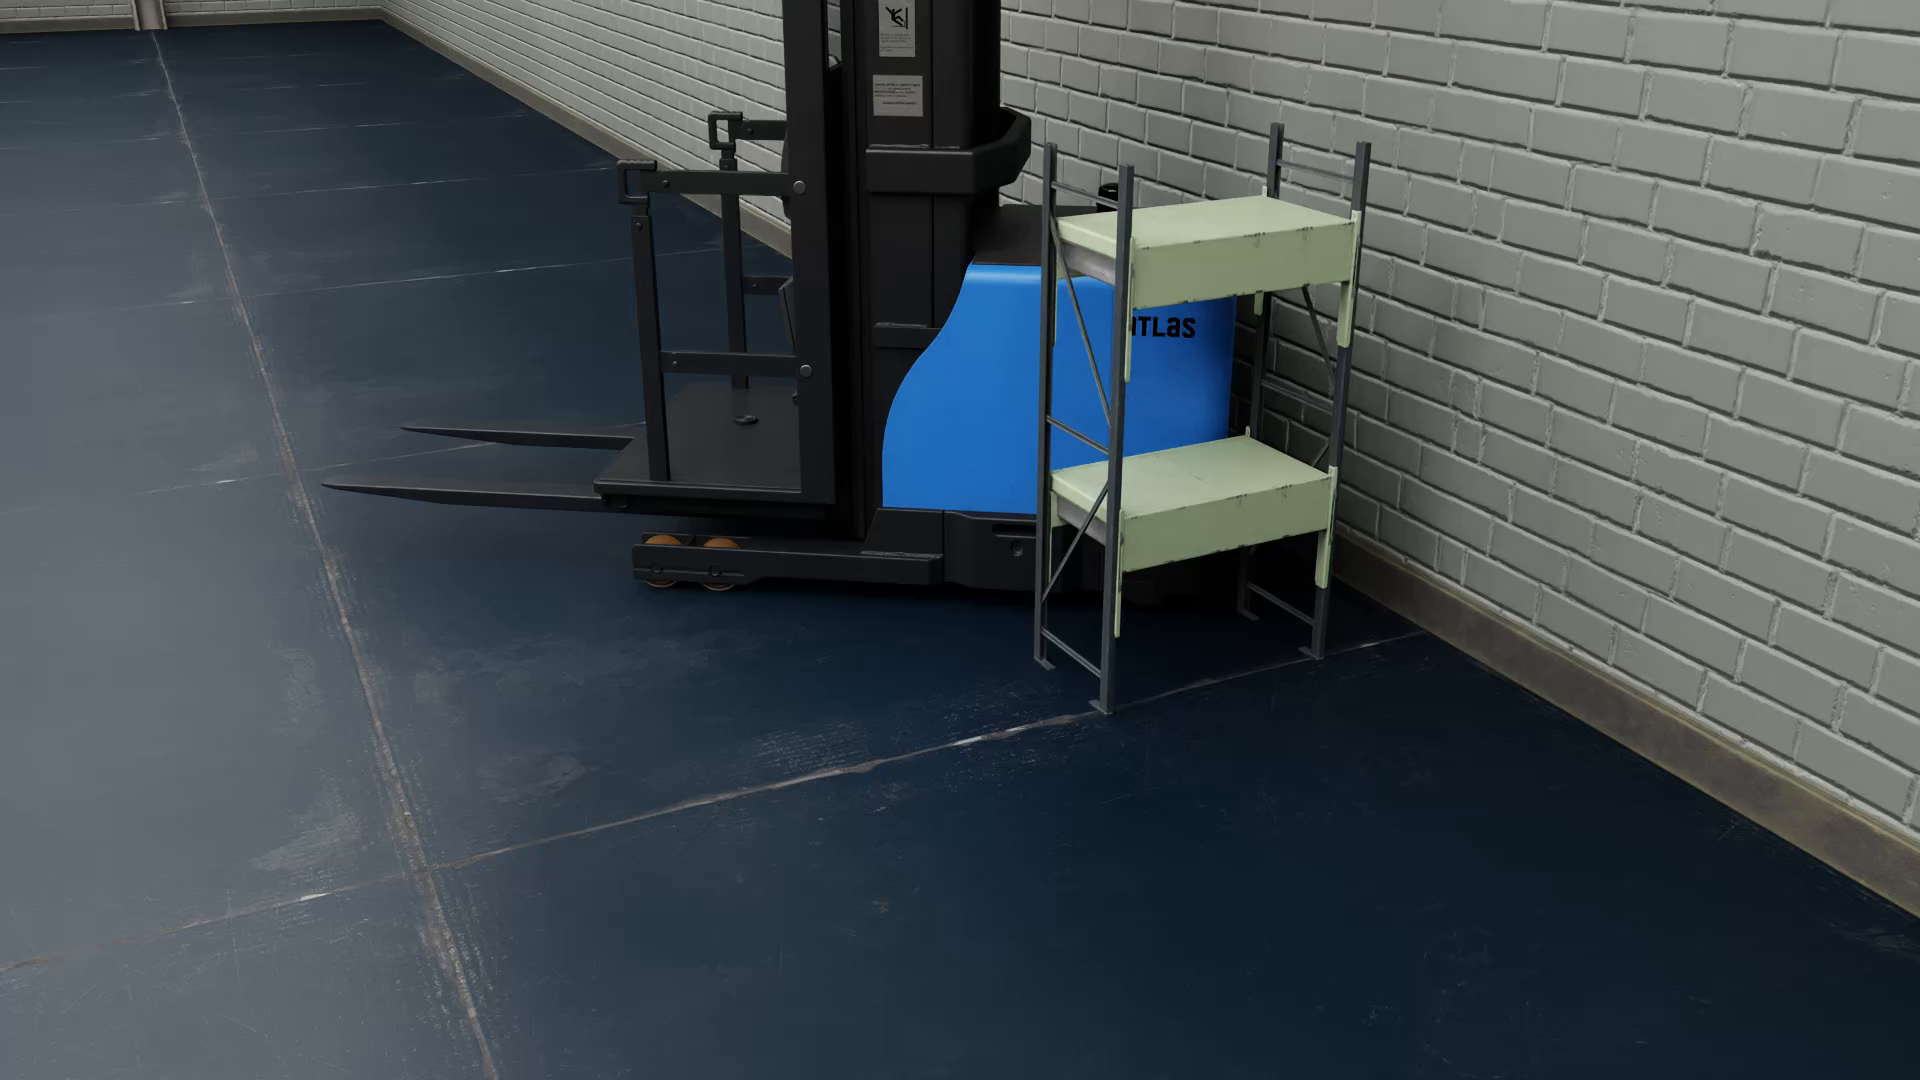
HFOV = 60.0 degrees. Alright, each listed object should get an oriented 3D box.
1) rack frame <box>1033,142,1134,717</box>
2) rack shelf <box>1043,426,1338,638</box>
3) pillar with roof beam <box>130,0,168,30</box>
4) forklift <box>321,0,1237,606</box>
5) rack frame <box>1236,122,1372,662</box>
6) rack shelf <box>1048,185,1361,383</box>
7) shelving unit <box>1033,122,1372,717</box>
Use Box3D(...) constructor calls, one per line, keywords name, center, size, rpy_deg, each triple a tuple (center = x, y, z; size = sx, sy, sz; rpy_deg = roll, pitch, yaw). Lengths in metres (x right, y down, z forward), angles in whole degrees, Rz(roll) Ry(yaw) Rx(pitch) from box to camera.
Box3D(name="rack frame", center=(0.319, -0.276, 4.455), size=(0.023, 1.500, 0.400), rpy_deg=(-11, 25, -25))
Box3D(name="rack shelf", center=(0.644, -0.039, 4.736), size=(0.720, 0.370, 0.431), rpy_deg=(-11, 25, -25))
Box3D(name="pillar with roof beam", center=(-9.004, -9.549, 17.053), size=(0.400, 9.000, 9.100), rpy_deg=(-10, 25, -24))
Box3D(name="forklift", center=(-0.621, -1.387, 5.268), size=(3.031, 2.935, 1.130), rpy_deg=(3, 23, 7))
Box3D(name="rack frame", center=(0.968, -0.405, 4.767), size=(0.023, 1.500, 0.400), rpy_deg=(-11, 25, -25))
Box3D(name="rack shelf", center=(0.644, -0.701, 4.462), size=(0.720, 0.370, 0.431), rpy_deg=(-11, 25, -25))
Box3D(name="shelving unit", center=(0.644, -0.340, 4.611), size=(0.755, 1.500, 0.431), rpy_deg=(-11, 25, -25))
